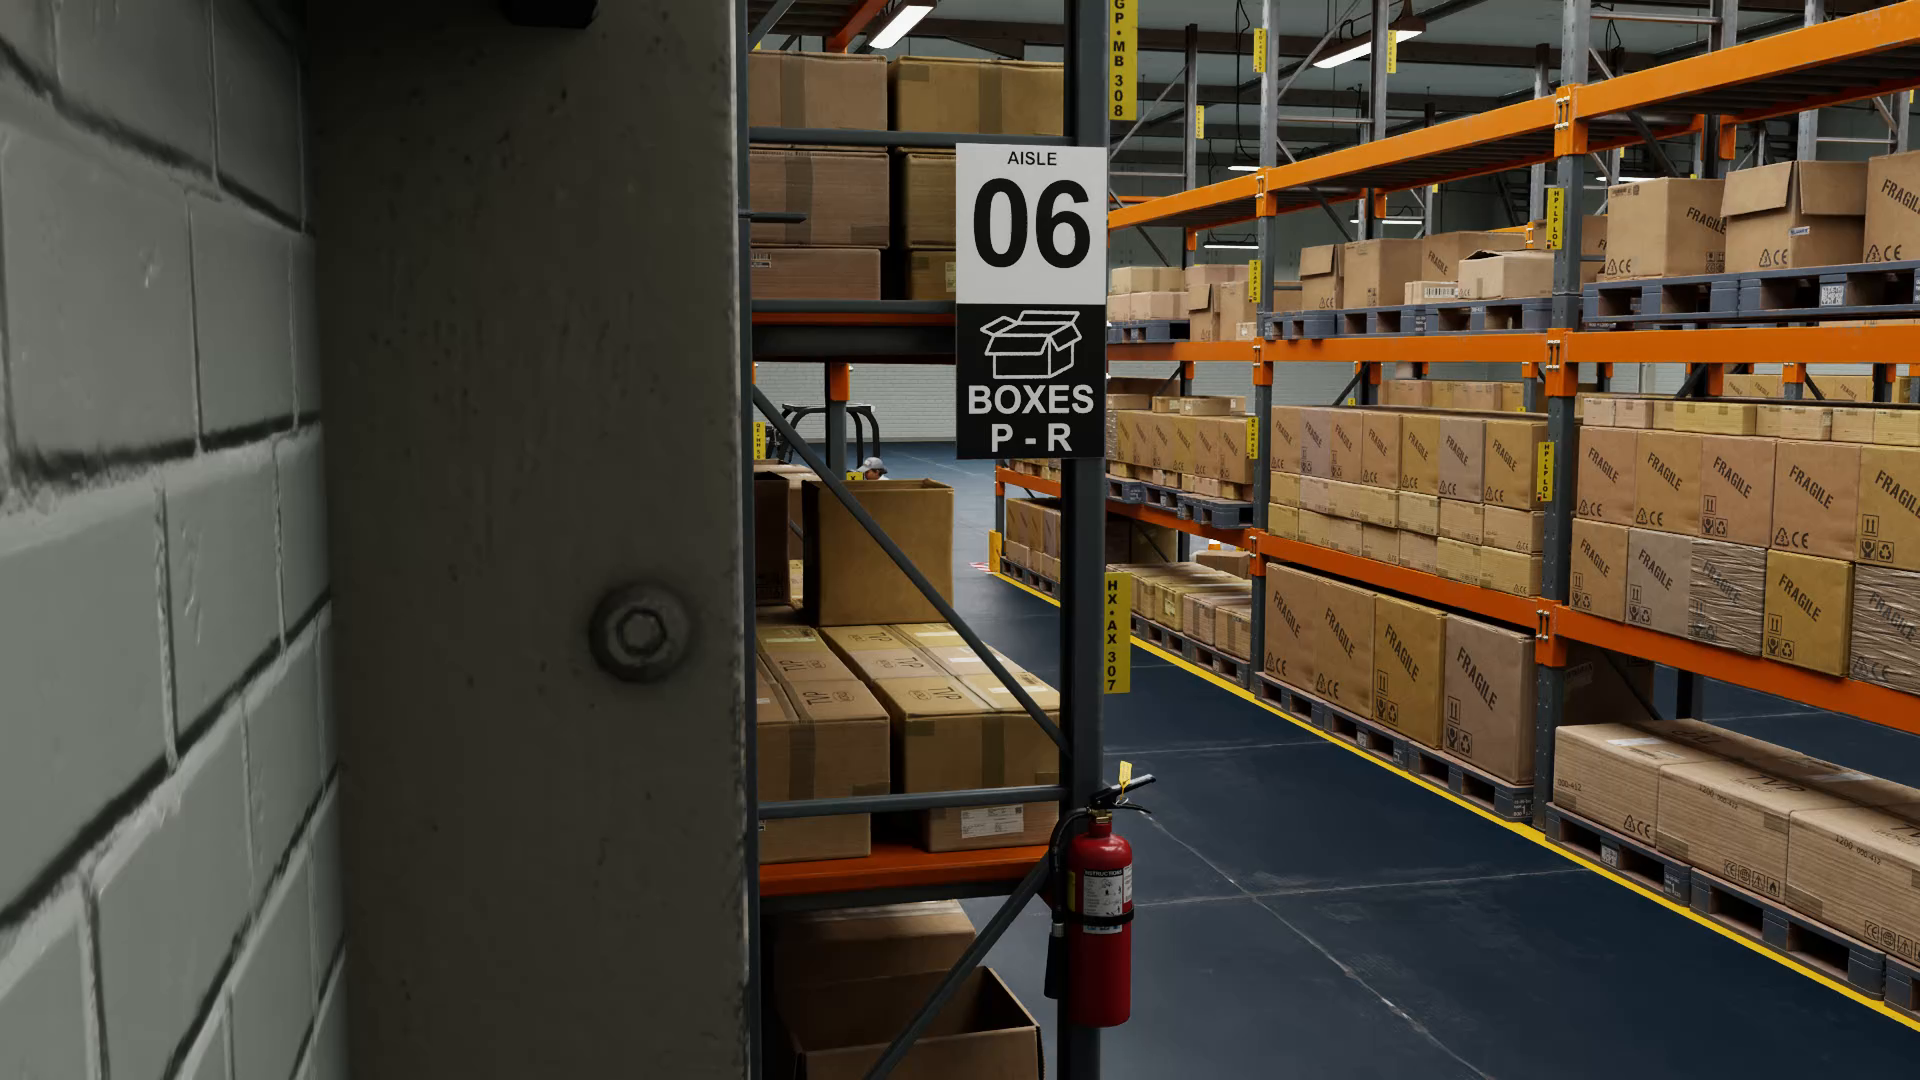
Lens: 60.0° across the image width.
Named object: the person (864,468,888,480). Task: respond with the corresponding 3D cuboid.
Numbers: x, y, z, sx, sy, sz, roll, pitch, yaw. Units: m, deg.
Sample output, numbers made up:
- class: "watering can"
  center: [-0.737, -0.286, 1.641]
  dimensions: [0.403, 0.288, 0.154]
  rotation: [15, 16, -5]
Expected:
- class: "person"
  center: [-0.800, -0.009, 17.075]
  dimensions: [0.396, 1.637, 0.553]
  rotation: [-2, 6, -15]
